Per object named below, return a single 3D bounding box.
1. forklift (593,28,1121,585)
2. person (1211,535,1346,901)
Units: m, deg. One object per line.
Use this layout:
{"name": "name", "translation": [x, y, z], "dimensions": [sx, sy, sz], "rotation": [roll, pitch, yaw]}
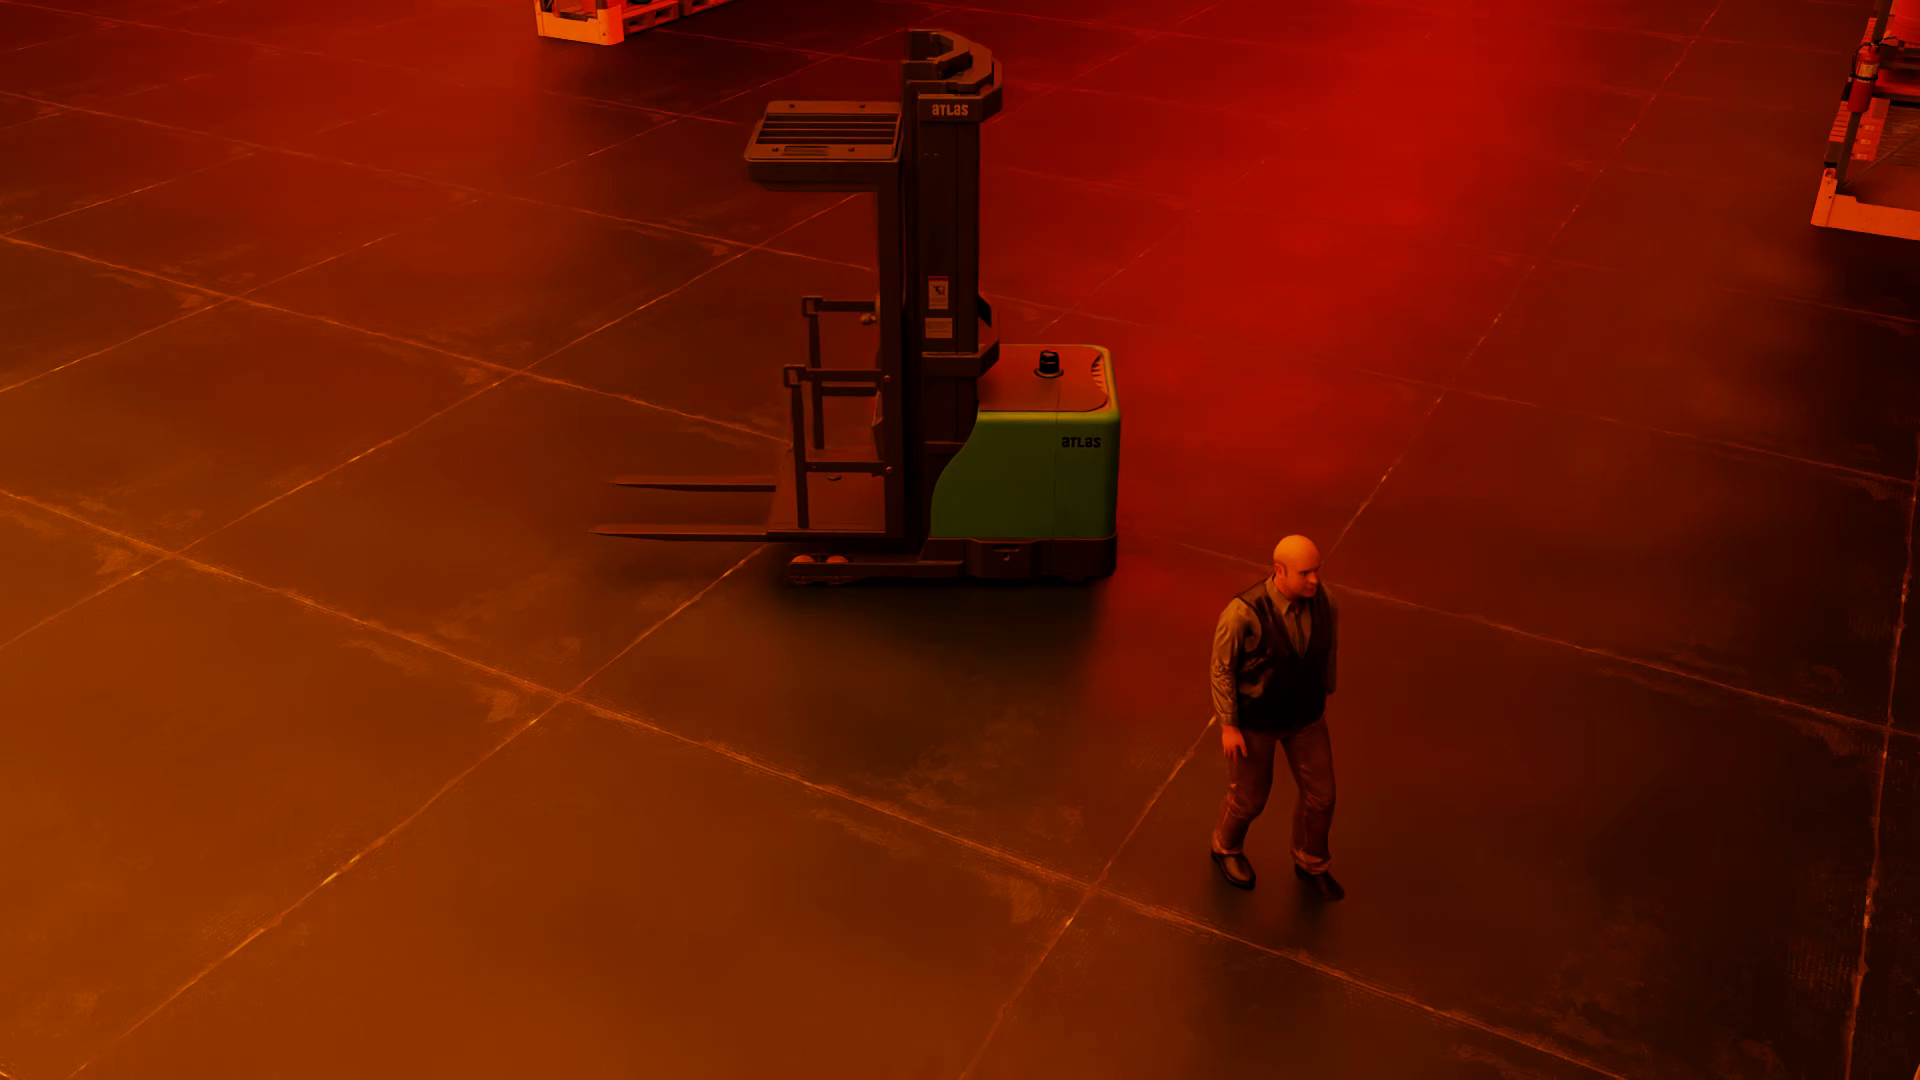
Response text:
{"name": "forklift", "translation": [-0.610, -1.275, 9.279], "dimensions": [3.031, 2.935, 1.130], "rotation": [0, 30, 1]}
{"name": "person", "translation": [1.354, 0.786, 6.983], "dimensions": [0.617, 1.758, 0.551], "rotation": [-11, 32, -19]}
